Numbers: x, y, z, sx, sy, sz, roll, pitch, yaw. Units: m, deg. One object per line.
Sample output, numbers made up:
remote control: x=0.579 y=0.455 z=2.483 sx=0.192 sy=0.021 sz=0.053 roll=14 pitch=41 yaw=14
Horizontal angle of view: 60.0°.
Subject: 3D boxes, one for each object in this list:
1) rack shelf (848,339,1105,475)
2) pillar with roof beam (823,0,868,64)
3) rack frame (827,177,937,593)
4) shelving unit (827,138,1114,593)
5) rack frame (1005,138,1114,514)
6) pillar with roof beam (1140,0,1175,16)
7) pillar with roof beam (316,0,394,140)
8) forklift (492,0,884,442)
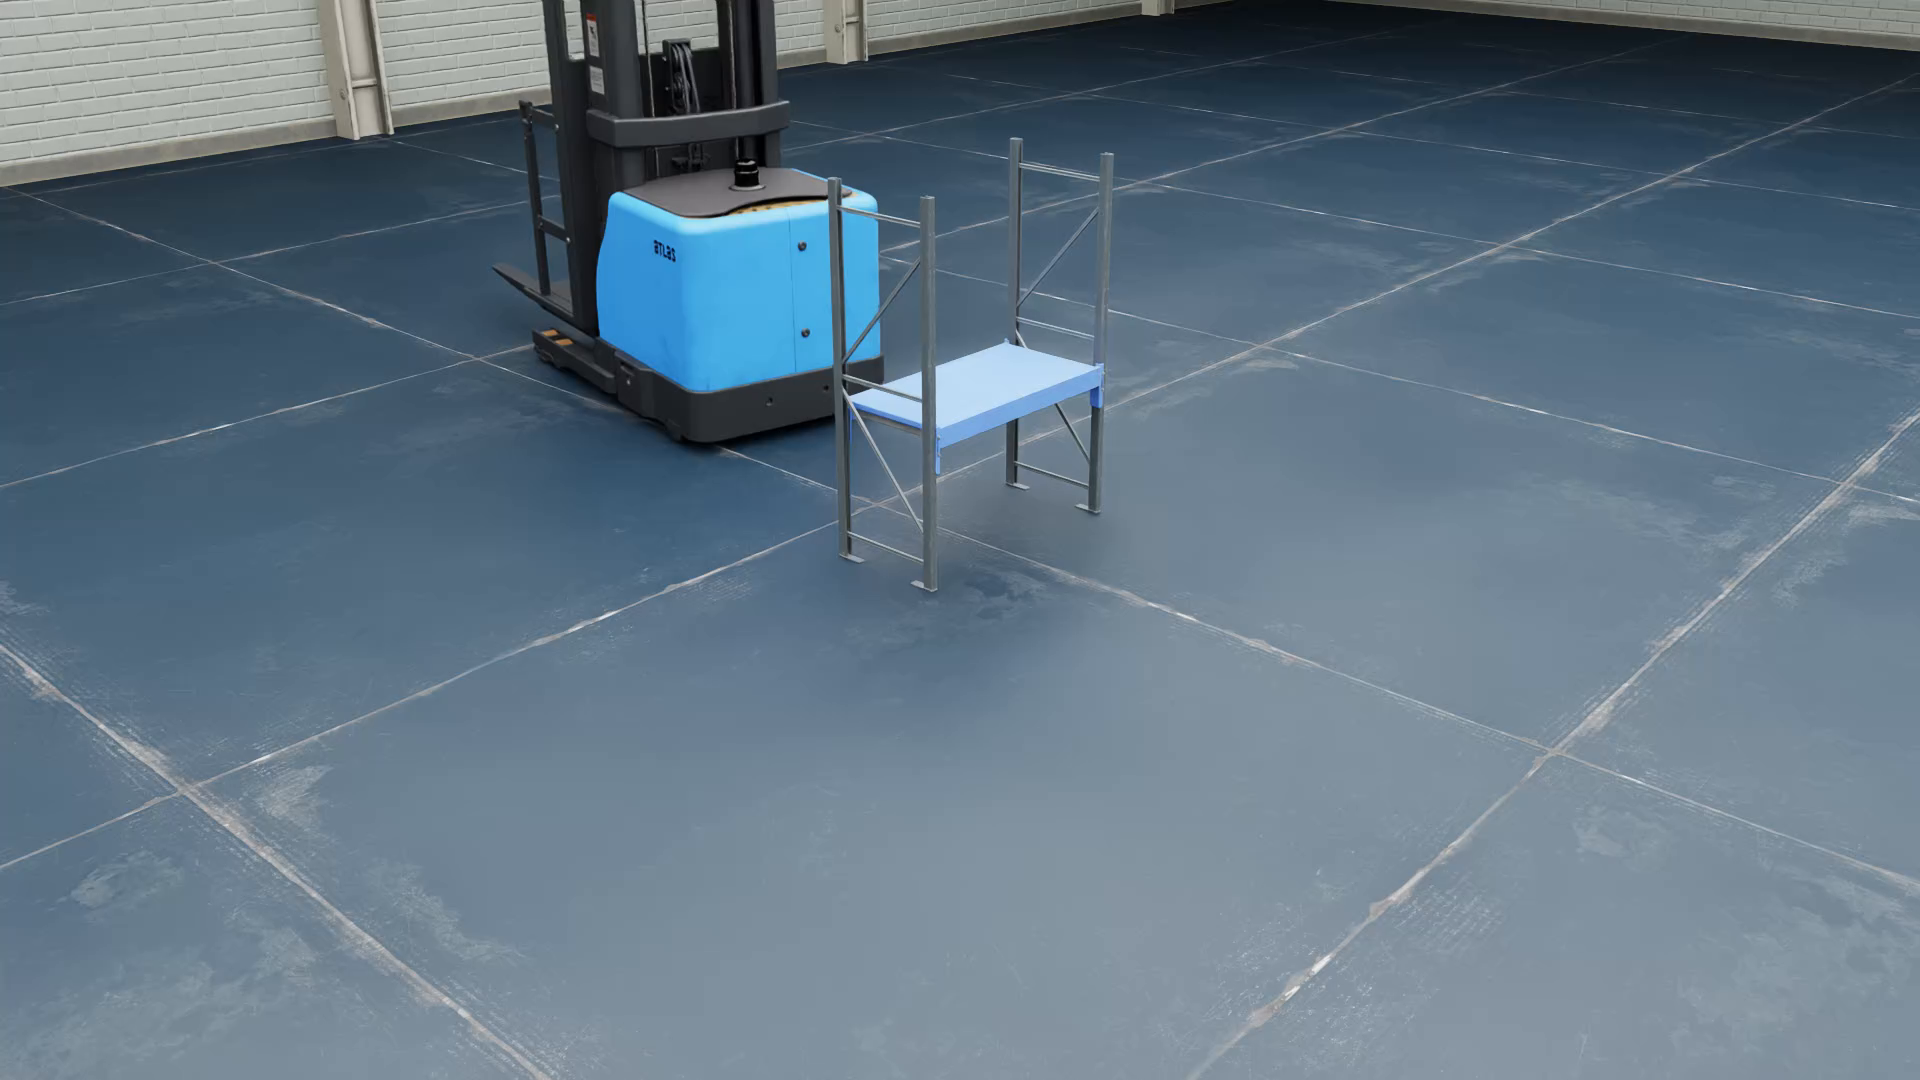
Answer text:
rack shelf: x=0.057 y=-0.546 z=6.575 sx=0.538 sy=0.185 sz=1.000 roll=20 pitch=31 yaw=38
pillar with roof beam: x=1.920 y=-8.367 z=14.413 sx=9.100 sy=9.000 sz=0.400 roll=20 pitch=31 yaw=38
rack frame: x=-0.282 y=-0.555 z=6.156 sx=0.500 sy=1.500 sz=0.032 roll=20 pitch=31 yaw=38
shelving unit: x=0.057 y=-0.710 z=6.501 sx=0.538 sy=1.500 sz=1.048 roll=20 pitch=31 yaw=38
rack frame: x=0.396 y=-0.865 z=6.847 sx=0.500 sy=1.500 sz=0.032 roll=20 pitch=31 yaw=38
pillar with roof beam: x=5.924 y=-10.195 z=18.490 sx=9.100 sy=9.000 sz=0.400 roll=20 pitch=31 yaw=38
pillar with roof beam: x=-2.085 y=-6.539 z=10.336 sx=9.100 sy=9.000 sz=0.400 roll=20 pitch=31 yaw=38
forklift: x=-1.622 y=-2.328 z=8.359 sx=1.130 sy=2.935 sz=3.031 roll=-16 pitch=29 yaw=-32
